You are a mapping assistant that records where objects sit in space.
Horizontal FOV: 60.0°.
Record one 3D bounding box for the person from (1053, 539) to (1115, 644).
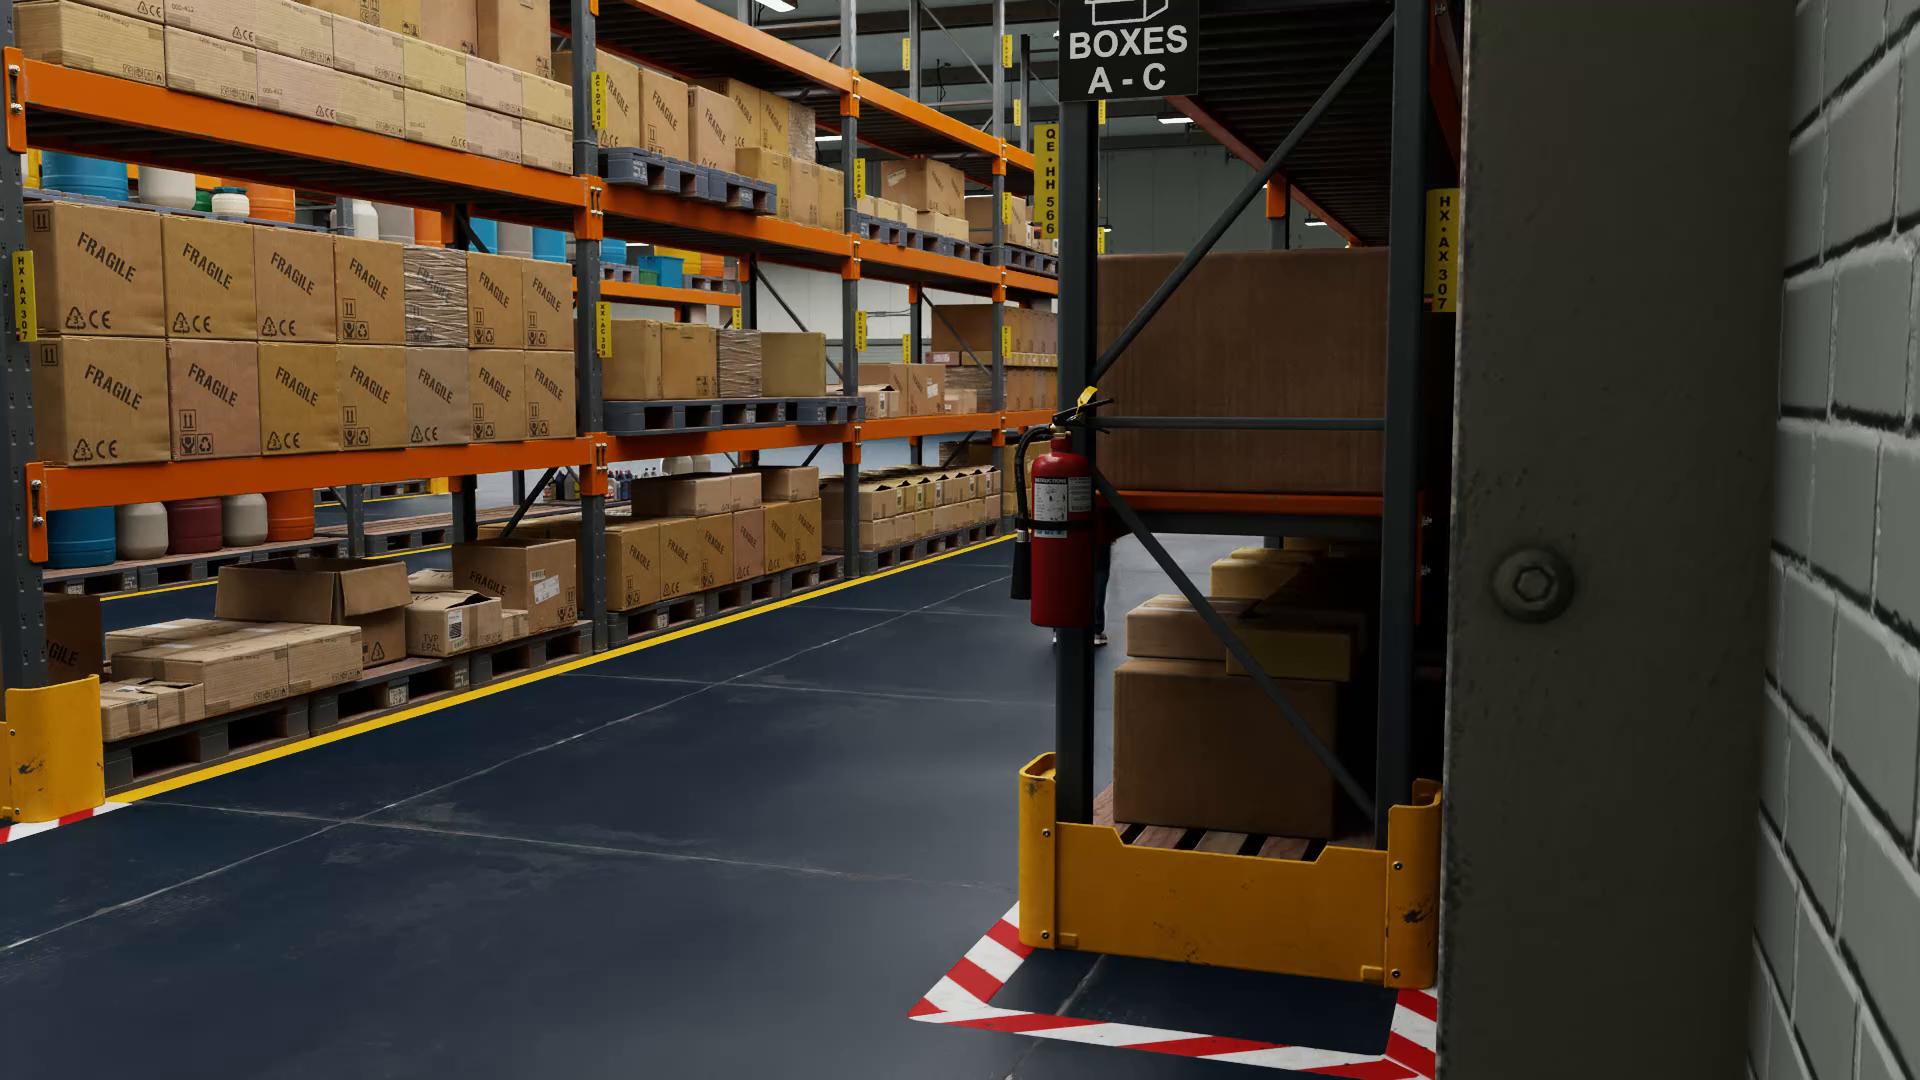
[{"bbox_3d":[0.779,-0.078,10.415,0.380,1.444,0.646,2,6,17],"label":"person"}]
